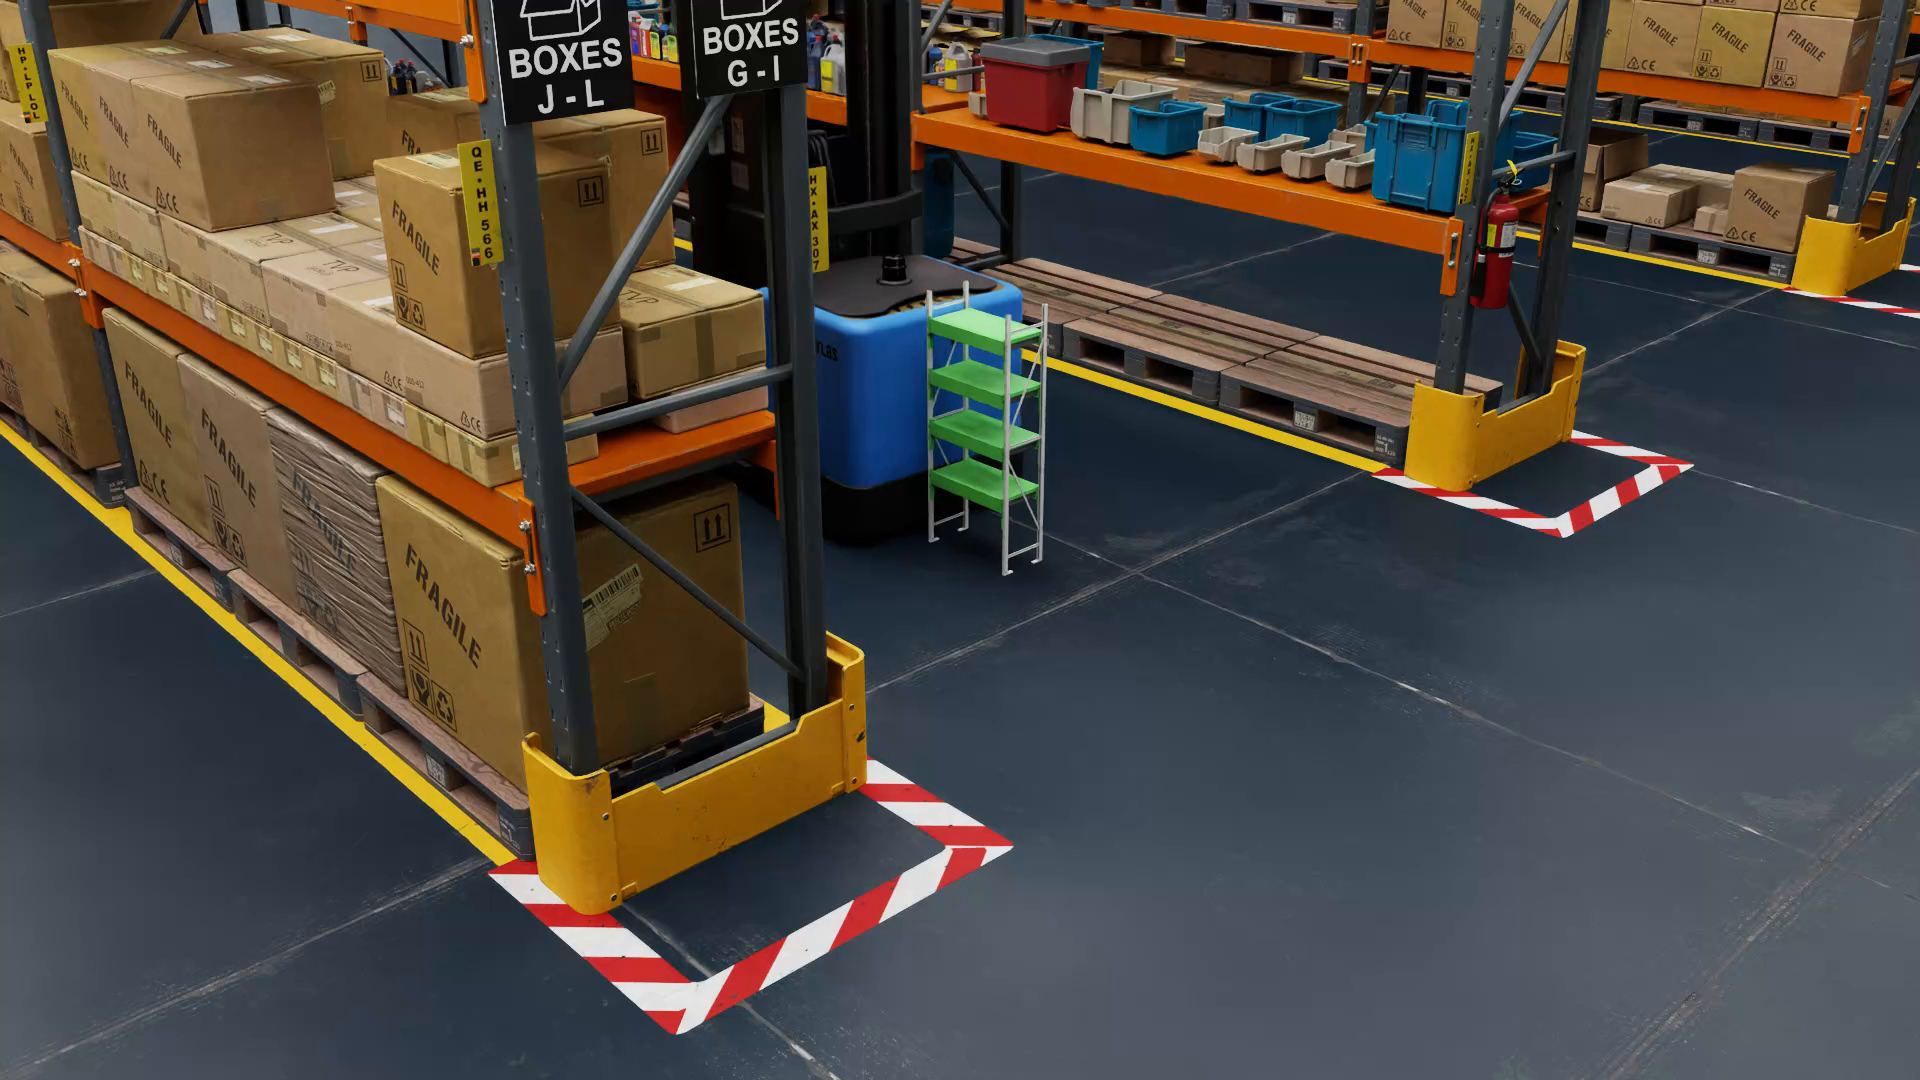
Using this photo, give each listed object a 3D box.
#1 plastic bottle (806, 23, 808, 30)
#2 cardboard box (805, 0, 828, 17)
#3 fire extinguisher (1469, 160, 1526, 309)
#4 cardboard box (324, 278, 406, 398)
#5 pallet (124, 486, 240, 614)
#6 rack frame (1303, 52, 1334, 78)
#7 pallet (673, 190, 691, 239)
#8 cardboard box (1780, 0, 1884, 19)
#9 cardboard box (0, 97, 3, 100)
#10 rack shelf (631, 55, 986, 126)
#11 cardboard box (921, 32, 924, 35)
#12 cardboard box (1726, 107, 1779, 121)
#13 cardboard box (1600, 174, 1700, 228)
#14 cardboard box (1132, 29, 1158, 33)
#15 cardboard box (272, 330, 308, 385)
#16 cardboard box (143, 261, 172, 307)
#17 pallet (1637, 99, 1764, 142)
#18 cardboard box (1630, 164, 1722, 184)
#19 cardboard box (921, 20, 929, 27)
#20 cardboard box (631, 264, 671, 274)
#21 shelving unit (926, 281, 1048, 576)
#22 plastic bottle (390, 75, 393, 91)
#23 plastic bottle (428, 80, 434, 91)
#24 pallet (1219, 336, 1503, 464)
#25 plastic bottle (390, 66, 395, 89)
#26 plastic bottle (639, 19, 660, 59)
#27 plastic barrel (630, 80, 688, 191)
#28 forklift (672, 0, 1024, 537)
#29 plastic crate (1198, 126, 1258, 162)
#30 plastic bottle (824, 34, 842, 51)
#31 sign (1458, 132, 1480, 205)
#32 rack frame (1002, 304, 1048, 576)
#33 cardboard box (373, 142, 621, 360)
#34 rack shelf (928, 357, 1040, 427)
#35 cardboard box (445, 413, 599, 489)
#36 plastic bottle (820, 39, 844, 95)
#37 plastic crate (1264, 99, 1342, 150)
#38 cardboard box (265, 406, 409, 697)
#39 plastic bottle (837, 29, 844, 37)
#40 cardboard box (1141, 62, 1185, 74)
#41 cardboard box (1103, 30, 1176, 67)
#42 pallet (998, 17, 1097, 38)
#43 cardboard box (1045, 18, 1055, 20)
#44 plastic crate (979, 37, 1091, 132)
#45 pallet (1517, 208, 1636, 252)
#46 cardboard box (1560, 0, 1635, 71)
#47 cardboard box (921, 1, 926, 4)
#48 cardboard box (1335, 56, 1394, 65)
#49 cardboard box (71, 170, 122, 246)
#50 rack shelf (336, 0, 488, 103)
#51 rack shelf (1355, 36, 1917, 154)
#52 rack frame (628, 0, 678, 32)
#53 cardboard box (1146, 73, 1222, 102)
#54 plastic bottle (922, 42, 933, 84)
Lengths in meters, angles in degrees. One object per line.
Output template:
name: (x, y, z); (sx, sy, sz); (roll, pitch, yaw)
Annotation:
plastic bottle: (-1.172, -3.722, 12.435); (0.061, 0.283, 0.133); (-21, 32, -38)
cardboard box: (-1.918, -6.363, 19.987); (0.500, 0.500, 0.500); (-21, 32, -38)
fire extinguisher: (2.526, -1.433, 7.820); (0.296, 0.674, 0.183); (-21, 32, -38)
cardboard box: (-1.732, -0.700, 5.493); (0.500, 0.250, 0.500); (-22, 32, -39)
pallet: (-3.133, -0.098, 7.711); (1.003, 0.211, 1.213); (-21, 32, -38)
rack frame: (4.518, -7.047, 19.583); (1.000, 3.000, 0.127); (-21, 32, -38)
pallet: (-2.145, -2.741, 13.503); (1.003, 0.211, 1.213); (-21, 32, -38)
cardboard box: (5.868, -3.774, 11.084); (0.500, 0.500, 0.500); (-22, 32, -39)
cardboard box: (-4.810, -2.037, 8.482); (0.500, 0.500, 0.500); (-22, 32, -39)
rack shelf: (-1.347, -3.303, 12.243); (1.077, 0.370, 4.000); (-21, 32, -38)
cardboard box: (-0.677, -5.386, 18.074); (0.500, 0.311, 0.500); (-20, 31, -37)
cardboard box: (8.029, -4.480, 16.462); (0.700, 0.500, 0.500); (-22, 32, -39)
cardboard box: (5.194, -2.557, 12.524); (0.500, 0.250, 0.500); (-21, 32, -38)
cardboard box: (2.689, -6.961, 21.877); (0.700, 0.500, 0.500); (-22, 32, -39)
cardboard box: (-2.222, -0.695, 5.963); (0.380, 0.149, 0.250); (-21, 32, -38)
cardboard box: (-3.095, -1.083, 6.812); (0.380, 0.149, 0.250); (-22, 33, -40)
pallet: (7.715, -4.314, 16.952); (1.003, 0.211, 1.213); (-21, 32, -38)
cardboard box: (5.524, -2.714, 12.868); (0.500, 0.250, 0.500); (-21, 32, -38)
cardboard box: (-0.644, -5.699, 18.758); (0.500, 0.311, 0.500); (-21, 32, -39)
cardboard box: (-1.352, -0.852, 5.827); (0.500, 0.250, 0.500); (-22, 32, -39)
shelving unit: (0.113, -0.496, 7.391); (0.258, 1.200, 0.503); (-21, 32, -38)
plastic bottle: (-6.002, -4.887, 17.690); (0.097, 0.201, 0.097); (0, 25, 0)
plastic bottle: (-5.415, -4.627, 17.120); (0.097, 0.201, 0.097); (0, 25, 0)
pallet: (2.219, -0.805, 9.260); (1.003, 0.211, 1.213); (-21, 32, -38)
plastic bottle: (-5.953, -4.861, 17.548); (0.097, 0.271, 0.097); (0, 25, 0)
plastic bottle: (-2.338, -3.817, 12.652); (0.152, 0.276, 0.135); (-21, 32, -38)
plastic barrel: (-2.367, -3.297, 13.471); (0.600, 0.830, 0.708); (-21, 32, -38)
forklift: (-0.996, -1.892, 8.365); (1.130, 2.935, 3.031); (-18, 30, -34)
plastic crate: (1.453, -2.170, 9.137); (0.298, 0.136, 0.250); (-21, 32, -38)
plastic bottle: (-0.868, -3.285, 11.396); (0.144, 0.351, 0.185); (-21, 32, -38)
sign: (2.364, -1.726, 7.723); (0.100, 0.325, 0.005); (-21, 32, -38)
rack frame: (0.280, -0.422, 7.229); (0.240, 1.200, 0.015); (-21, 32, -38)
cardboard box: (-1.386, -0.889, 5.003); (0.500, 0.500, 0.500); (-21, 32, -38)
rack shelf: (0.113, -0.656, 7.318); (0.258, 0.148, 0.480); (-21, 32, -38)
cardboard box: (-1.345, -0.308, 5.113); (0.380, 0.149, 0.250); (-20, 32, -38)
plastic bottle: (-0.847, -3.188, 11.183); (0.144, 0.351, 0.185); (-21, 32, -38)
plastic crate: (1.926, -2.331, 9.375); (0.416, 0.233, 0.300); (-21, 32, -38)
cardboard box: (-1.979, -0.079, 6.363); (0.875, 0.875, 0.875); (-21, 32, -38)
plastic bottle: (-0.869, -3.608, 12.200); (0.097, 0.271, 0.097); (0, 25, 0)
cardboard box: (2.069, -4.330, 16.109); (0.500, 0.500, 0.500); (22, 33, 40)
cardboard box: (1.757, -4.812, 16.262); (0.500, 0.250, 0.500); (-20, 31, -37)
pallet: (1.299, -7.184, 23.242); (1.003, 0.211, 1.213); (-21, 32, -38)
cardboard box: (1.396, -7.323, 23.073); (0.250, 0.166, 0.380); (19, 31, 35)
plastic crate: (0.447, -2.739, 9.991); (0.402, 0.464, 0.583); (-21, 32, -38)
pallet: (4.945, -2.582, 13.155); (1.003, 0.211, 1.213); (-21, 32, -38)
cardboard box: (4.829, -3.782, 12.306); (0.500, 0.500, 0.500); (-22, 32, -39)
cardboard box: (-0.543, -8.212, 24.847); (0.500, 0.311, 0.500); (19, 31, 36)
cardboard box: (4.925, -6.000, 19.372); (0.750, 0.750, 0.750); (-22, 32, -39)
cardboard box: (-3.465, -1.470, 7.180); (0.500, 0.250, 0.500); (-22, 32, -39)
rack shelf: (-2.228, -2.051, 5.884); (1.077, 0.370, 4.000); (-21, 32, -38)
rack shelf: (5.005, -3.495, 12.665); (1.077, 0.370, 4.000); (-21, 32, -38)
rack frame: (-2.714, -4.236, 13.422); (1.000, 3.000, 0.127); (-21, 32, -38)
cardboard box: (2.069, -4.017, 15.424); (0.500, 0.500, 0.500); (22, 33, 40)
plastic bottle: (-0.268, -3.327, 11.579); (0.152, 0.276, 0.135); (-21, 32, -38)
